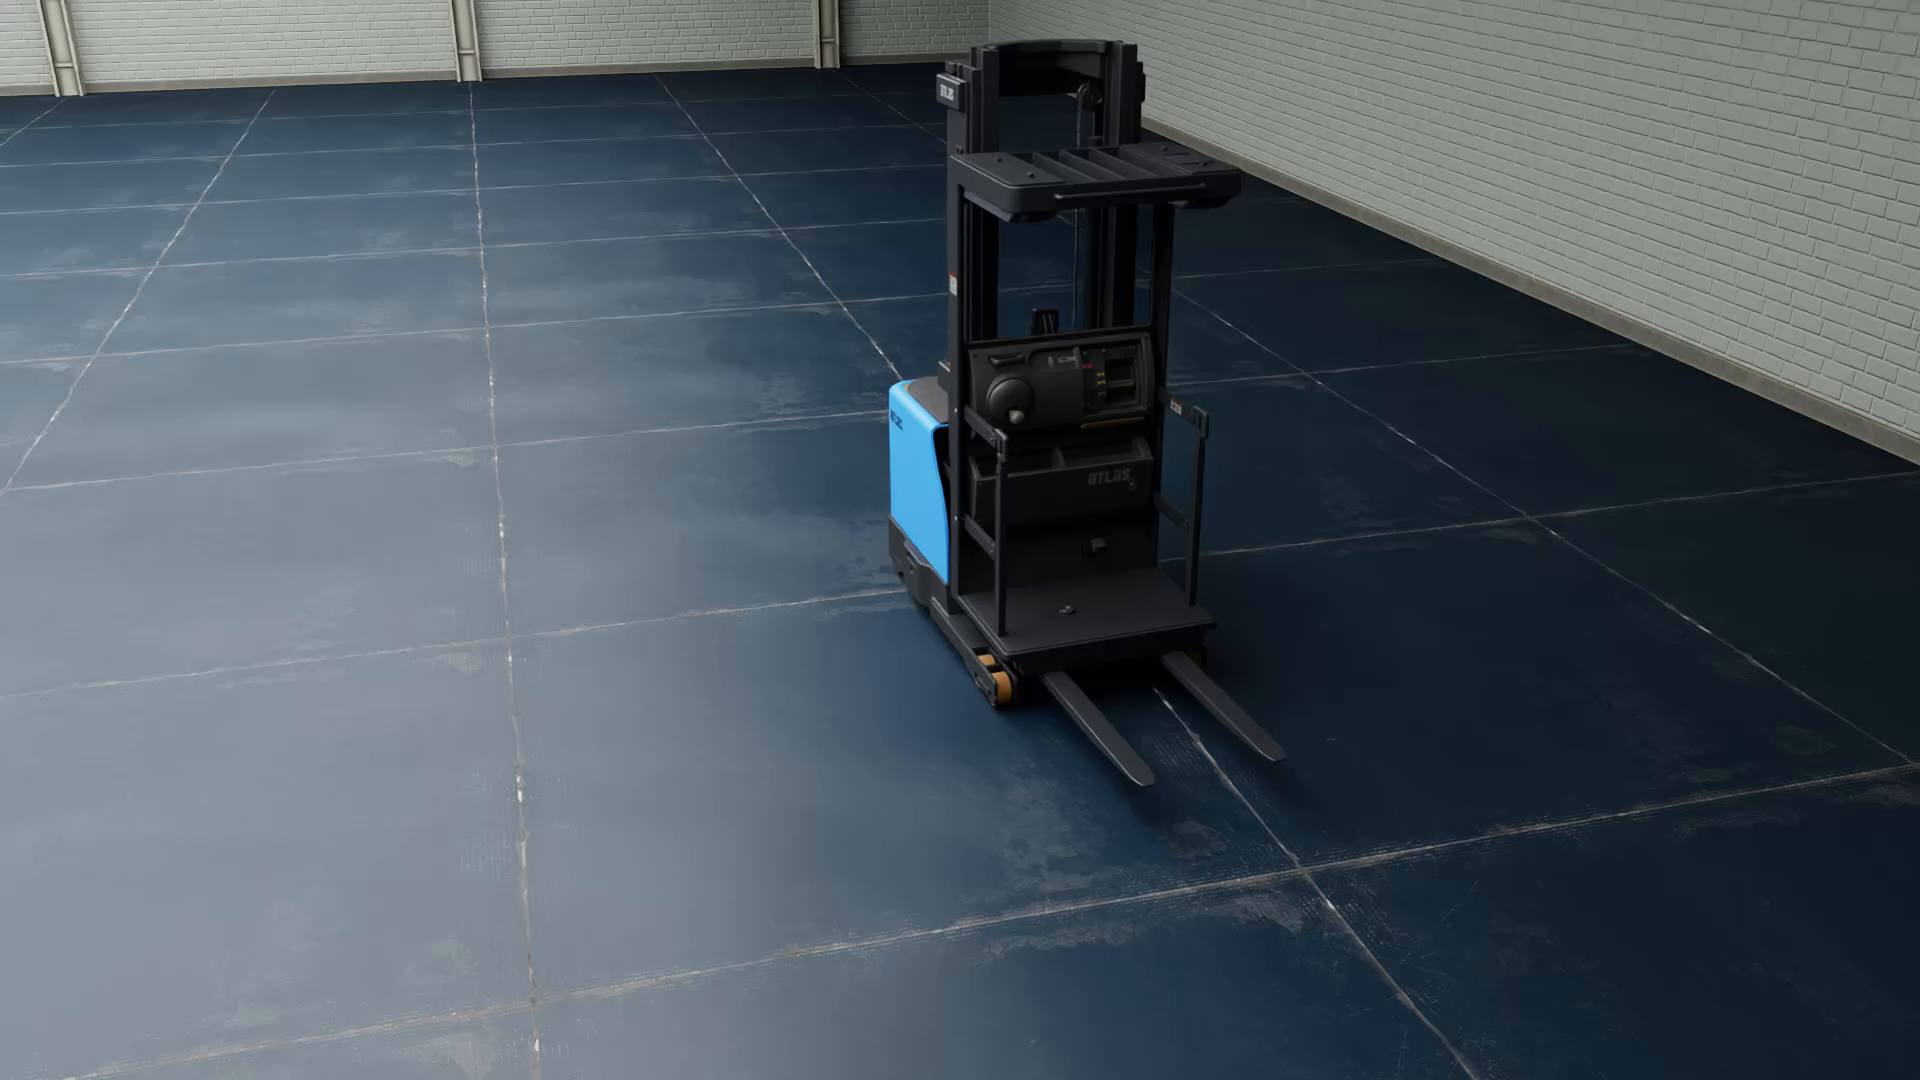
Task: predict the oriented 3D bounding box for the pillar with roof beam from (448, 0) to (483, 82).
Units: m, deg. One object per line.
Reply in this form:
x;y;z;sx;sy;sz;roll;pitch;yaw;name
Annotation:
-6.926;-10.092;21.859;0.400;9.000;9.100;-6;24;-14;pillar with roof beam

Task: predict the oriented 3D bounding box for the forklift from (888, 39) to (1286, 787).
0.565;-0.737;7.750;1.130;2.935;3.031;-8;24;-18;forklift

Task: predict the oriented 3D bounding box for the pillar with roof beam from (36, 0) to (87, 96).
-12.702;-9.453;20.370;0.400;9.000;9.100;-6;24;-14;pillar with roof beam

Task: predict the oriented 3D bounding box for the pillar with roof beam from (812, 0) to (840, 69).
-1.149;-10.732;23.348;0.400;9.000;9.100;-6;24;-14;pillar with roof beam
